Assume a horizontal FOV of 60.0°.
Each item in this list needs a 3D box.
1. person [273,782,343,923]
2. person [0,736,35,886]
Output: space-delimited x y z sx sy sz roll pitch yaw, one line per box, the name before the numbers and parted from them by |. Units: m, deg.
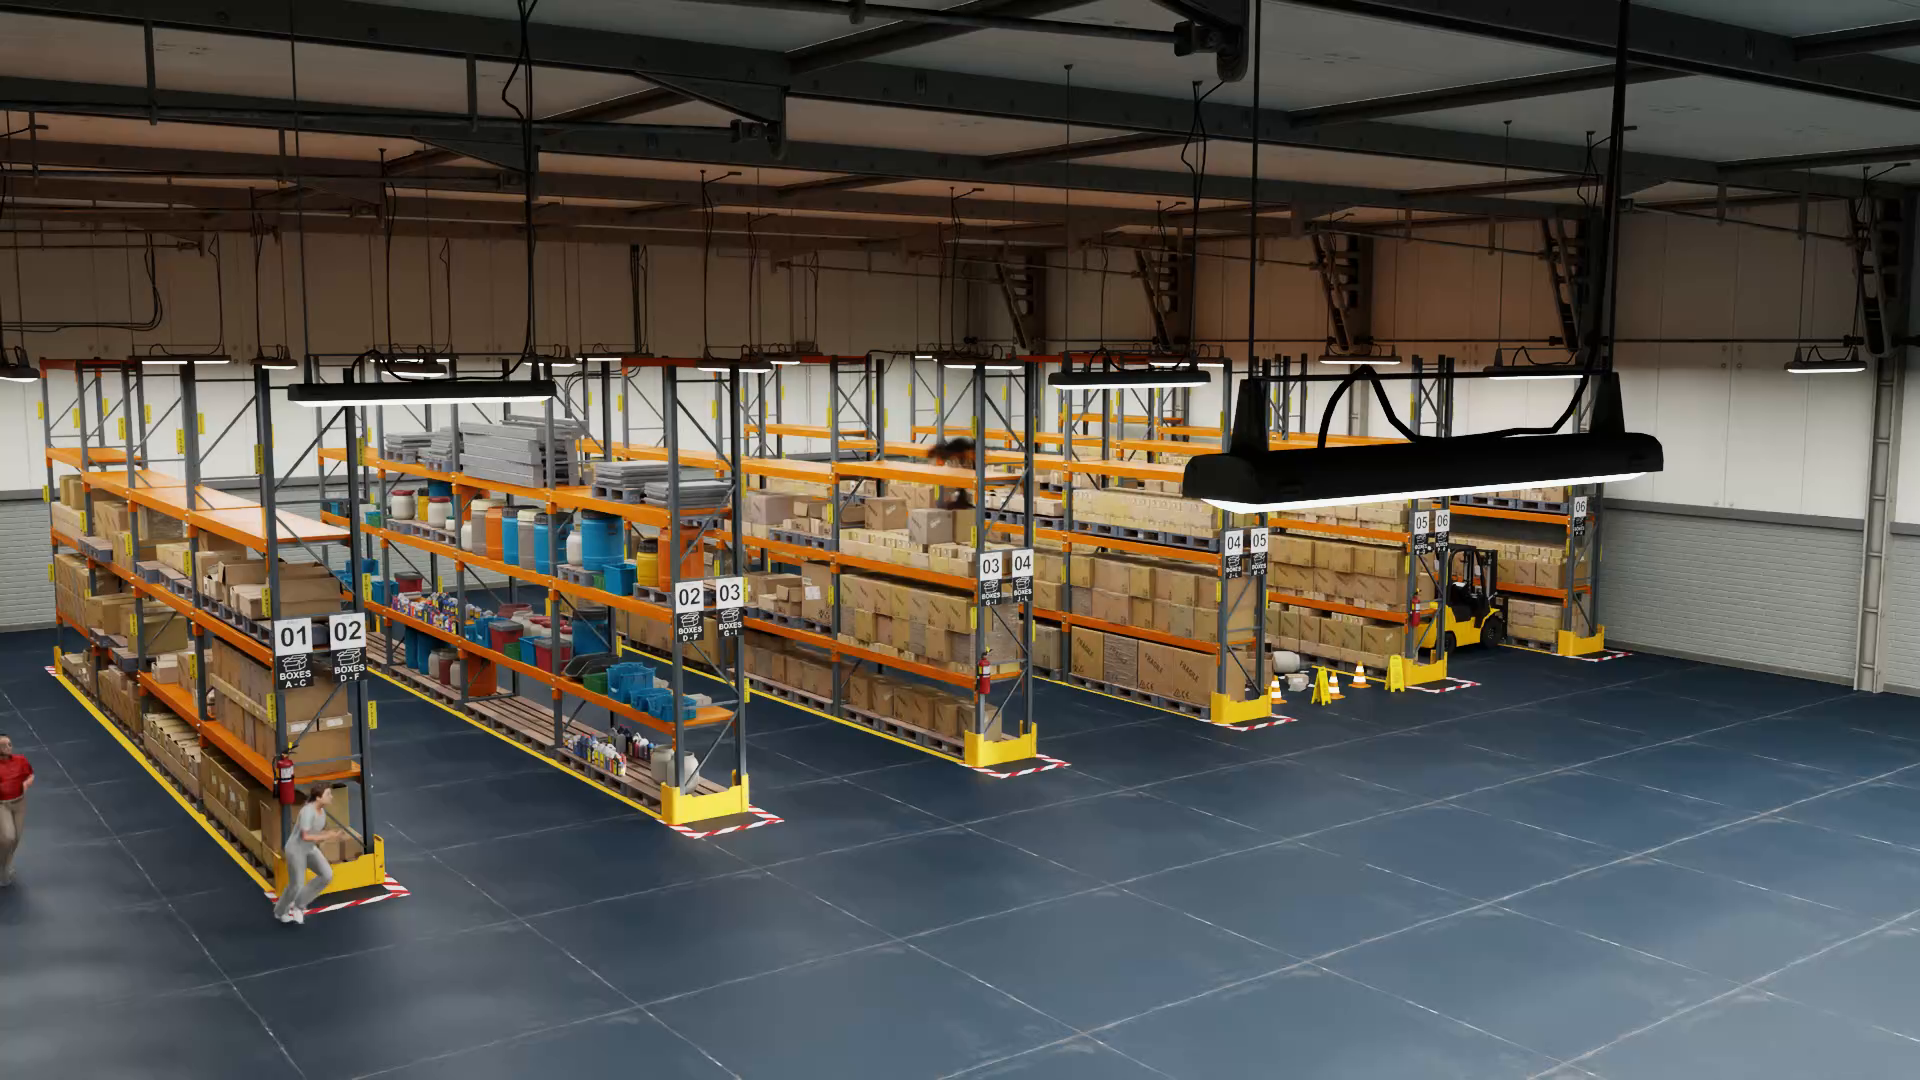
person | -7.076 3.381 18.062 0.830 1.551 0.553 1 7 8
person | -11.160 3.155 19.471 0.722 1.760 0.650 5 9 37
